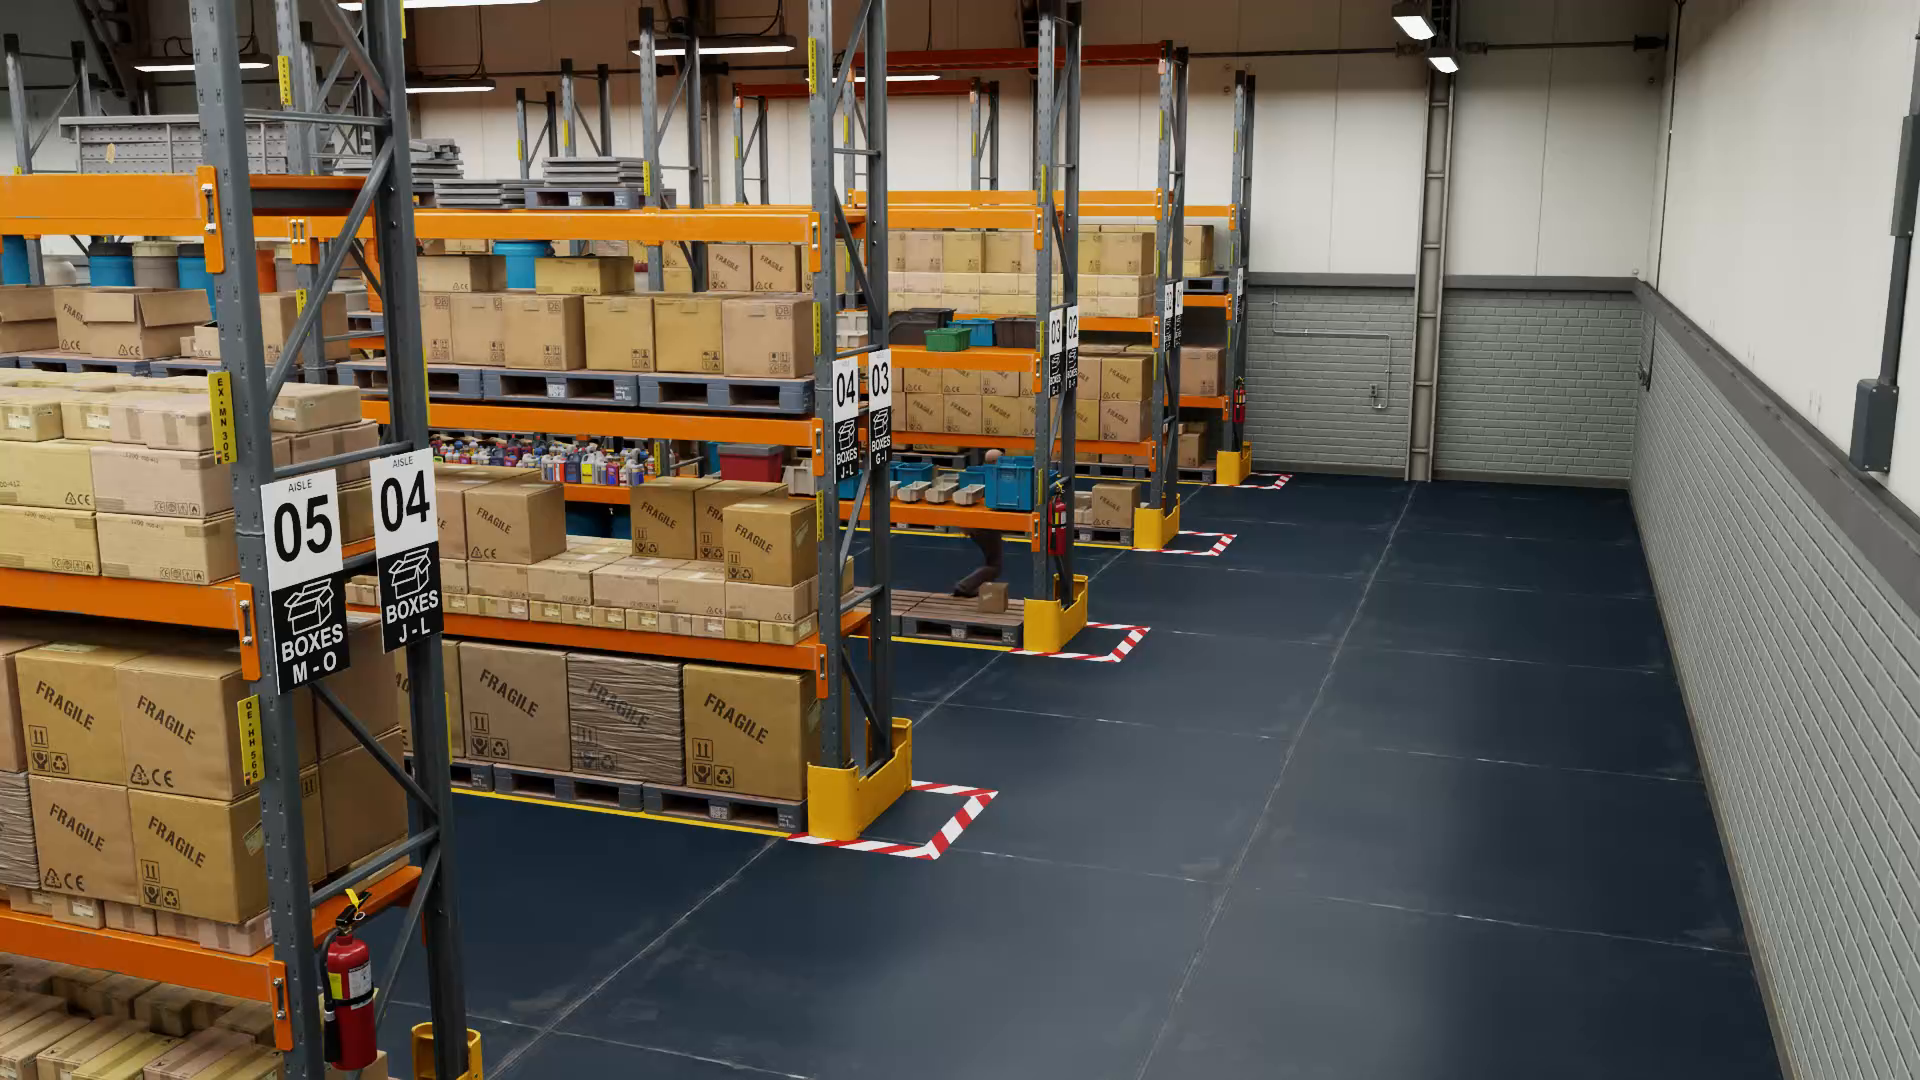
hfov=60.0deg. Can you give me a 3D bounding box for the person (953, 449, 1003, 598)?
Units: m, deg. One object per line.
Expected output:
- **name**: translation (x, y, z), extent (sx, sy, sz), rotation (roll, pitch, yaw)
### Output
- **person**: translation (0.246, -0.108, 17.240), extent (0.872, 1.665, 0.672), rotation (-6, 13, -28)
